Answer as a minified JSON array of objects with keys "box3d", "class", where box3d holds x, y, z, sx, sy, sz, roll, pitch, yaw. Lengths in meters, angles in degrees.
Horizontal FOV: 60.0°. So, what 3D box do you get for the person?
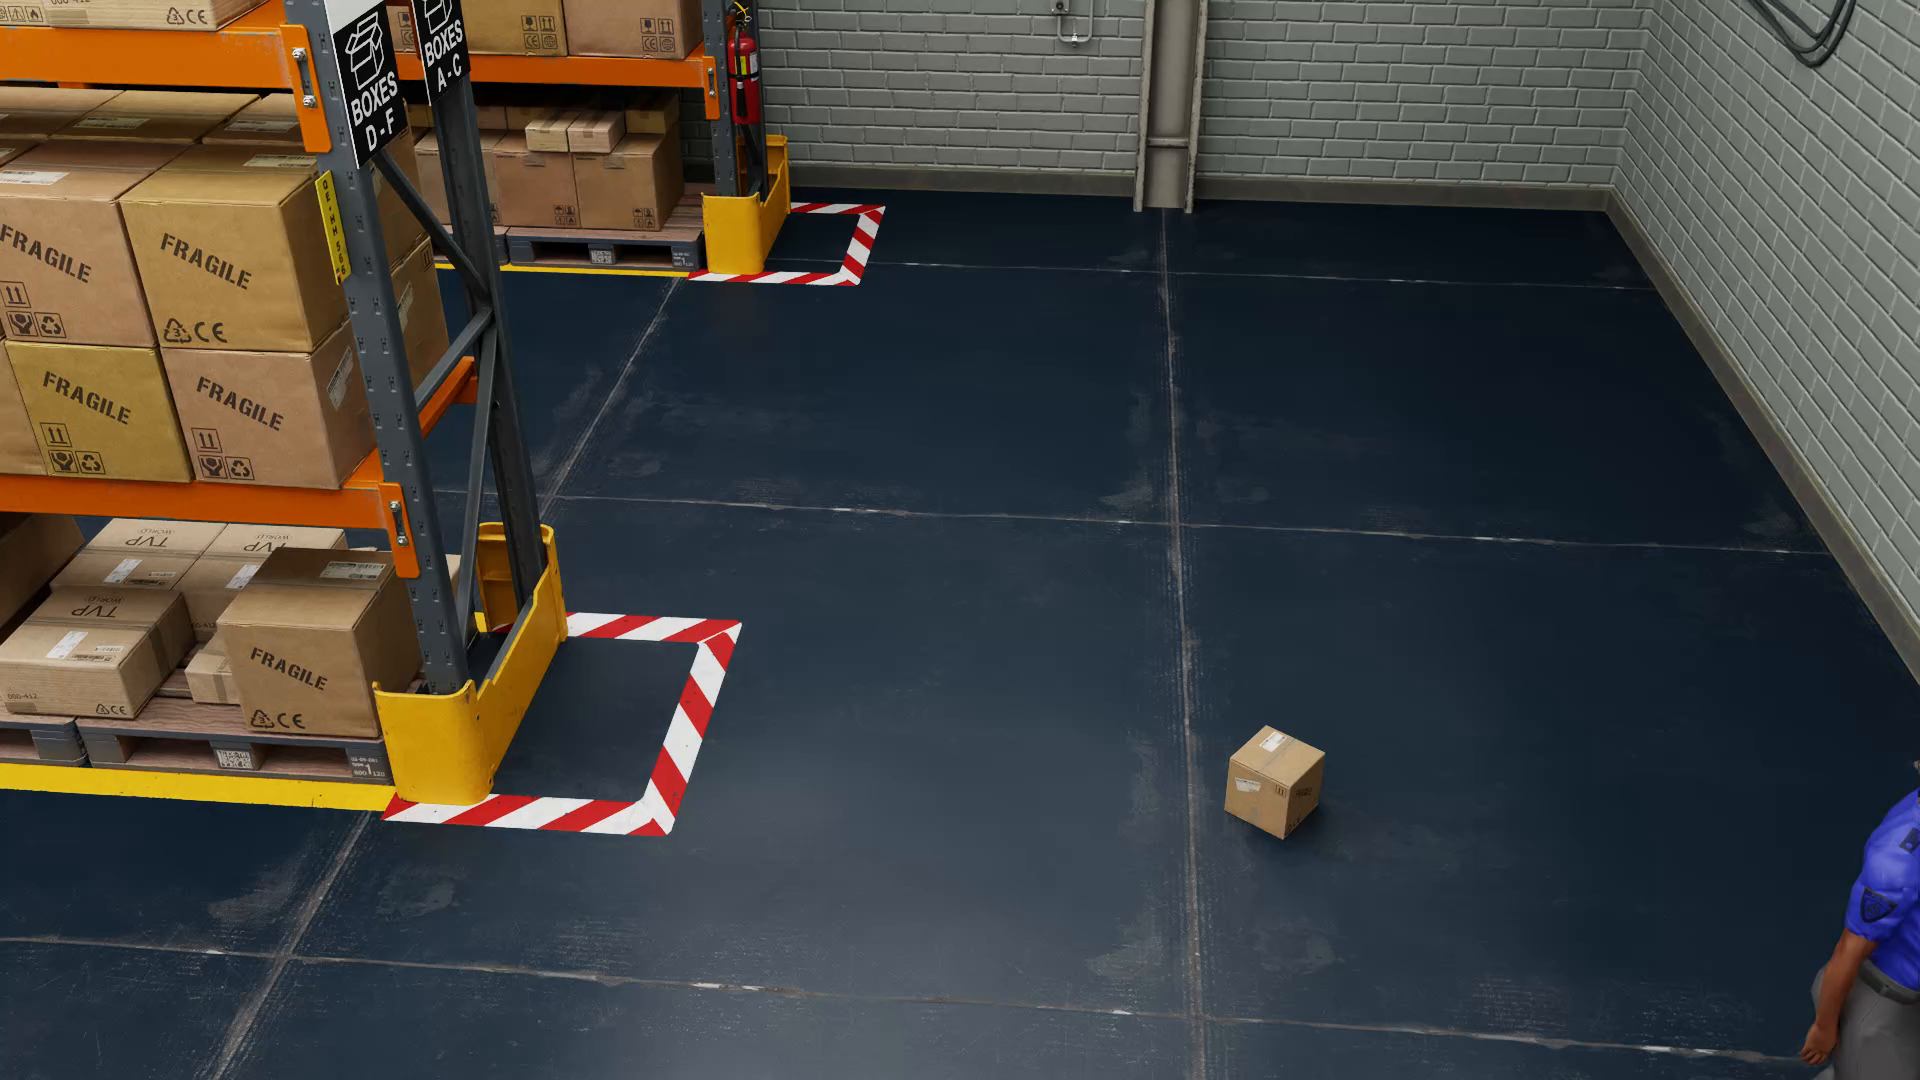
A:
[{"box3d":[2.384,1.187,4.237,0.474,1.676,0.397,-28,41,-36],"class":"person"}]
